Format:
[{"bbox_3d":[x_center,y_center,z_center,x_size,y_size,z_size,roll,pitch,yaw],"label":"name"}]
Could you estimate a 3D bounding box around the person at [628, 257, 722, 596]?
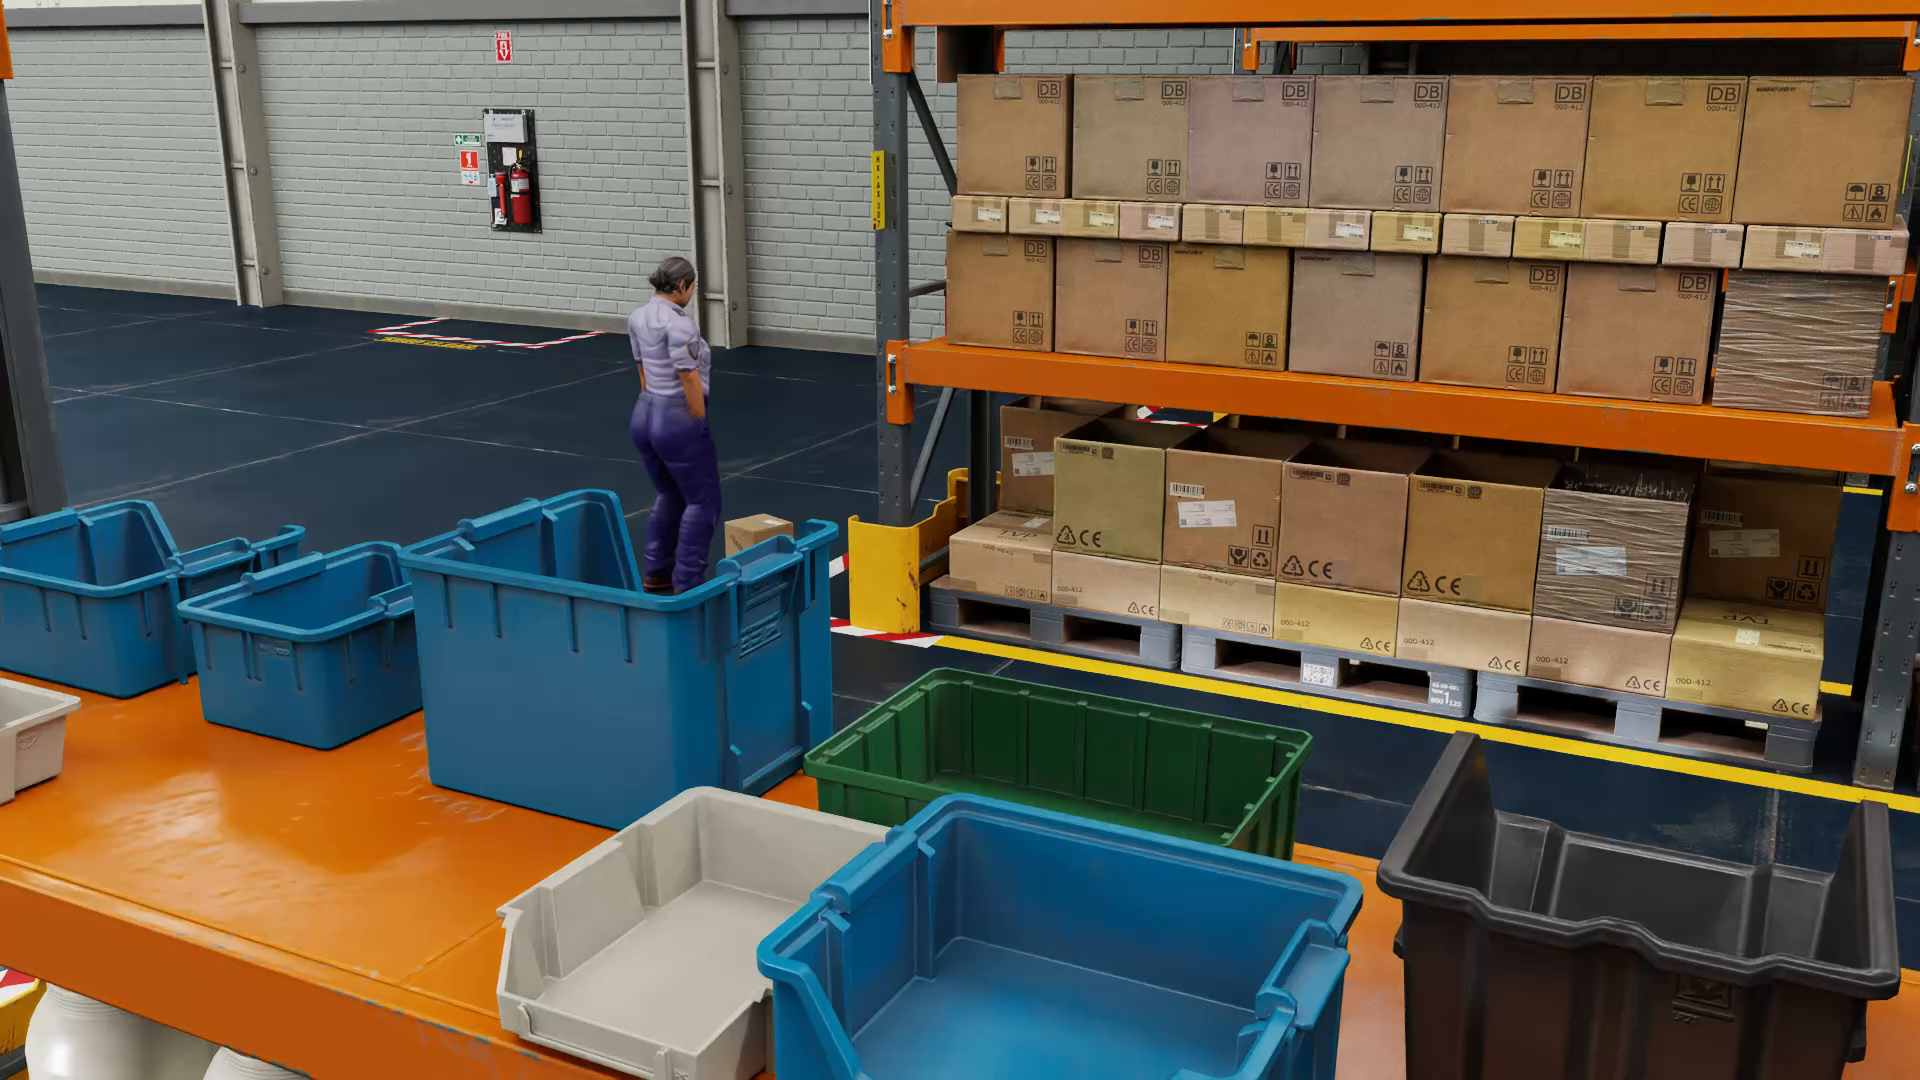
[{"bbox_3d":[-1.379,-0.526,7.954,0.349,1.631,0.483,-14,21,-40],"label":"person"}]
